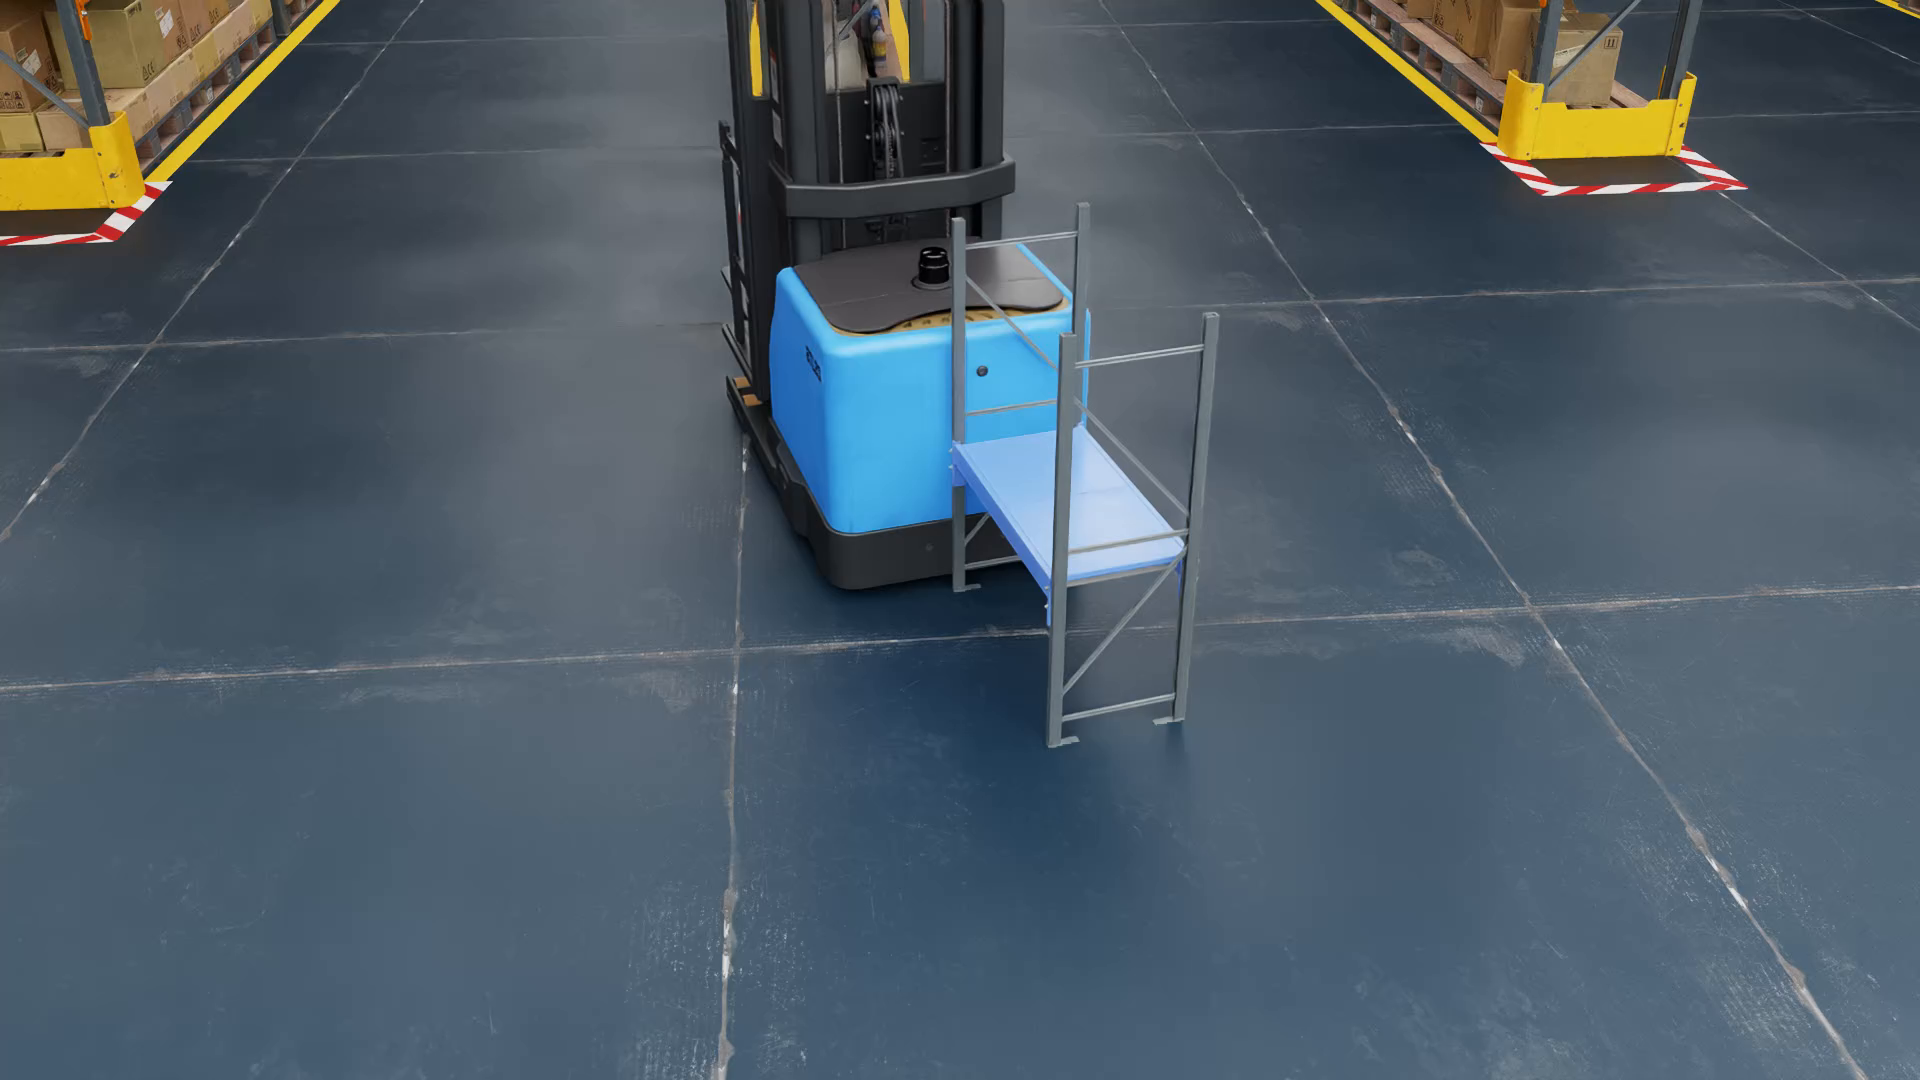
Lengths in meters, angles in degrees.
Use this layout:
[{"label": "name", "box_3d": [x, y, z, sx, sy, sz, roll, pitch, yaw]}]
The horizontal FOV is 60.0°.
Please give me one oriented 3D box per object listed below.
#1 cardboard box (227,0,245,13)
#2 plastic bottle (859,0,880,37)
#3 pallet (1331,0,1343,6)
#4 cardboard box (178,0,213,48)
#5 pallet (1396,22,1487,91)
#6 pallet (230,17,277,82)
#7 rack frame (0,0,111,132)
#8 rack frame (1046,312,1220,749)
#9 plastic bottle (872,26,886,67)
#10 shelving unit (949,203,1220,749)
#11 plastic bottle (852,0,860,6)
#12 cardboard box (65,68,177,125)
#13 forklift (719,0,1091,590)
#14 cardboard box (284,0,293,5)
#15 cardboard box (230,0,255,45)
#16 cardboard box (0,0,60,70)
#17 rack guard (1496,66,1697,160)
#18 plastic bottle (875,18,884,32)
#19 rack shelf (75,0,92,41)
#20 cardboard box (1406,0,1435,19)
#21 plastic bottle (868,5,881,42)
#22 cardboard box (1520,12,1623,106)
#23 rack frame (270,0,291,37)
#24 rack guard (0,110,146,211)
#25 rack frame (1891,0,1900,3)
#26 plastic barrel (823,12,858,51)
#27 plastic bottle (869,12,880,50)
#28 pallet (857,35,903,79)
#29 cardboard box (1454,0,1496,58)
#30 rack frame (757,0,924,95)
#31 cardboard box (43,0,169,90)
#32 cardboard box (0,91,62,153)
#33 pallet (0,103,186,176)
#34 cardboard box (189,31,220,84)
[{"label": "cardboard box", "box_3d": [-5.736, -4.269, 12.513, 0.500, 0.500, 0.500, -3, 31, -5]}, {"label": "plastic bottle", "box_3d": [-0.694, -4.023, 12.788, 0.152, 0.276, 0.135, -2, 31, -4]}, {"label": "pallet", "box_3d": [3.757, -5.102, 15.087, 1.003, 0.211, 1.213, -3, 31, -5]}, {"label": "cardboard box", "box_3d": [-5.625, -3.759, 11.659, 0.500, 0.500, 0.500, -3, 31, -5]}, {"label": "pallet", "box_3d": [4.046, -3.740, 12.805, 1.003, 0.211, 1.213, -3, 31, -5]}, {"label": "pallet", "box_3d": [-6.000, -3.824, 12.947, 1.003, 0.211, 1.213, -3, 31, -5]}, {"label": "rack frame", "box_3d": [-5.659, -3.387, 9.496, 1.000, 3.000, 0.127, -3, 31, -5]}, {"label": "rack frame", "box_3d": [0.530, 0.010, 5.271, 0.500, 1.500, 0.032, -10, 32, -16]}, {"label": "plastic bottle", "box_3d": [-0.586, -3.581, 12.051, 0.097, 0.271, 0.097, 0, 31, 0]}, {"label": "shelving unit", "box_3d": [0.371, -0.237, 5.685, 0.538, 1.500, 1.048, -10, 32, -16]}, {"label": "plastic bottle", "box_3d": [-0.805, -4.092, 12.895, 0.061, 0.283, 0.133, -3, 31, -5]}, {"label": "cardboard box", "box_3d": [-5.538, -2.927, 10.996, 0.500, 0.250, 0.500, -3, 31, -5]}, {"label": "forklift", "box_3d": [-0.448, -1.815, 6.930, 1.130, 2.935, 3.031, -10, 32, -16]}, {"label": "cardboard box", "box_3d": [-5.823, -4.647, 13.877, 0.500, 0.250, 0.500, -3, 31, -6]}, {"label": "cardboard box", "box_3d": [-5.735, -3.947, 12.705, 0.500, 0.250, 0.500, -3, 31, -5]}, {"label": "cardboard box", "box_3d": [-6.113, -3.478, 11.189, 0.500, 0.500, 0.500, -3, 31, -5]}, {"label": "rack guard", "box_3d": [4.198, -2.826, 10.993, 1.175, 0.500, 0.348, -3, 31, -5]}, {"label": "plastic bottle", "box_3d": [-0.589, -3.702, 12.243, 0.061, 0.283, 0.133, -2, 31, -4]}, {"label": "rack shelf", "box_3d": [-5.846, -4.100, 11.390, 1.077, 0.370, 4.000, -3, 31, -5]}, {"label": "cardboard box", "box_3d": [3.890, -4.511, 13.405, 0.500, 0.500, 0.500, 7, 32, 11]}, {"label": "plastic bottle", "box_3d": [-0.646, -3.910, 12.603, 0.097, 0.271, 0.097, 0, 31, 0]}, {"label": "cardboard box", "box_3d": [4.163, -3.287, 11.356, 0.500, 0.500, 0.500, 3, 31, 5]}, {"label": "rack frame", "box_3d": [-6.032, -5.429, 12.915, 1.000, 3.000, 0.127, -3, 31, -5]}, {"label": "rack guard", "box_3d": [-5.656, -2.302, 10.116, 1.175, 0.500, 0.348, -3, 31, -5]}, {"label": "rack frame", "box_3d": [8.779, -6.088, 14.018, 1.000, 3.000, 0.127, -3, 31, -5]}, {"label": "plastic barrel", "box_3d": [-0.911, -3.323, 11.405, 0.421, 0.512, 0.421, 0, 31, 0]}, {"label": "plastic bottle", "box_3d": [-0.627, -3.807, 12.430, 0.097, 0.271, 0.097, 0, 31, 0]}, {"label": "pallet", "box_3d": [-0.962, -3.499, 12.401, 1.003, 0.211, 1.213, -3, 31, -5]}, {"label": "cardboard box", "box_3d": [4.033, -3.911, 12.400, 0.500, 0.500, 0.500, 0, 31, 0]}, {"label": "rack frame", "box_3d": [-0.727, -3.623, 9.890, 1.000, 3.000, 0.127, -3, 31, -5]}, {"label": "cardboard box", "box_3d": [-5.536, -3.249, 10.804, 0.500, 0.500, 0.500, -3, 31, -5]}, {"label": "cardboard box", "box_3d": [-6.003, -2.647, 10.528, 0.500, 0.250, 0.500, -3, 31, -5]}, {"label": "pallet", "box_3d": [-5.772, -2.579, 10.861, 1.003, 0.211, 1.213, -3, 31, -5]}, {"label": "cardboard box", "box_3d": [-5.626, -3.437, 11.852, 0.500, 0.250, 0.500, -3, 31, -5]}]
